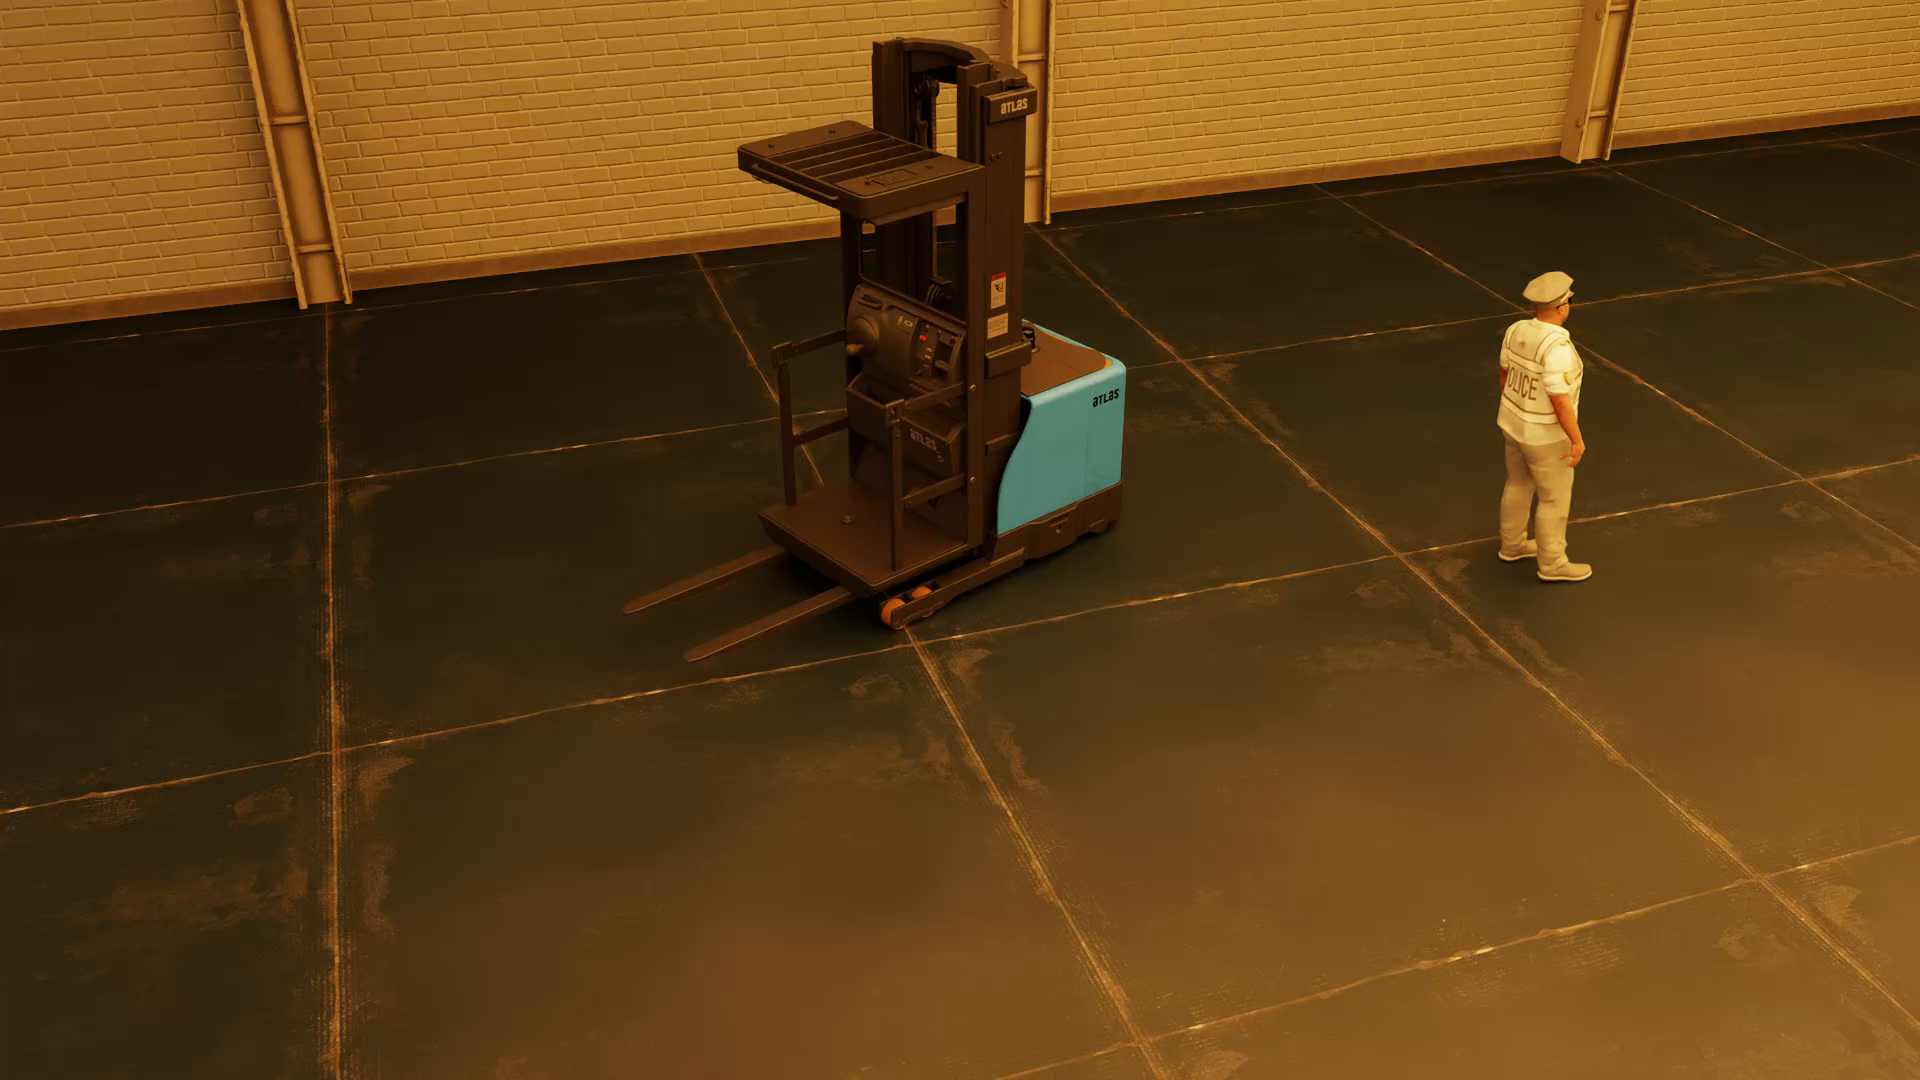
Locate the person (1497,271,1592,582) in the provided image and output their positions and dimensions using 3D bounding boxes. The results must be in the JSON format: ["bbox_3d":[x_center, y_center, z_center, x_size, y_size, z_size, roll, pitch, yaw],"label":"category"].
[{"bbox_3d":[3.323,-0.649,9.360,0.557,1.786,0.628,-9,31,-16],"label":"person"}]

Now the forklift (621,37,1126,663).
[{"bbox_3d":[-0.461,-1.072,8.951,3.031,2.935,1.130,-23,37,-34],"label":"forklift"}]
